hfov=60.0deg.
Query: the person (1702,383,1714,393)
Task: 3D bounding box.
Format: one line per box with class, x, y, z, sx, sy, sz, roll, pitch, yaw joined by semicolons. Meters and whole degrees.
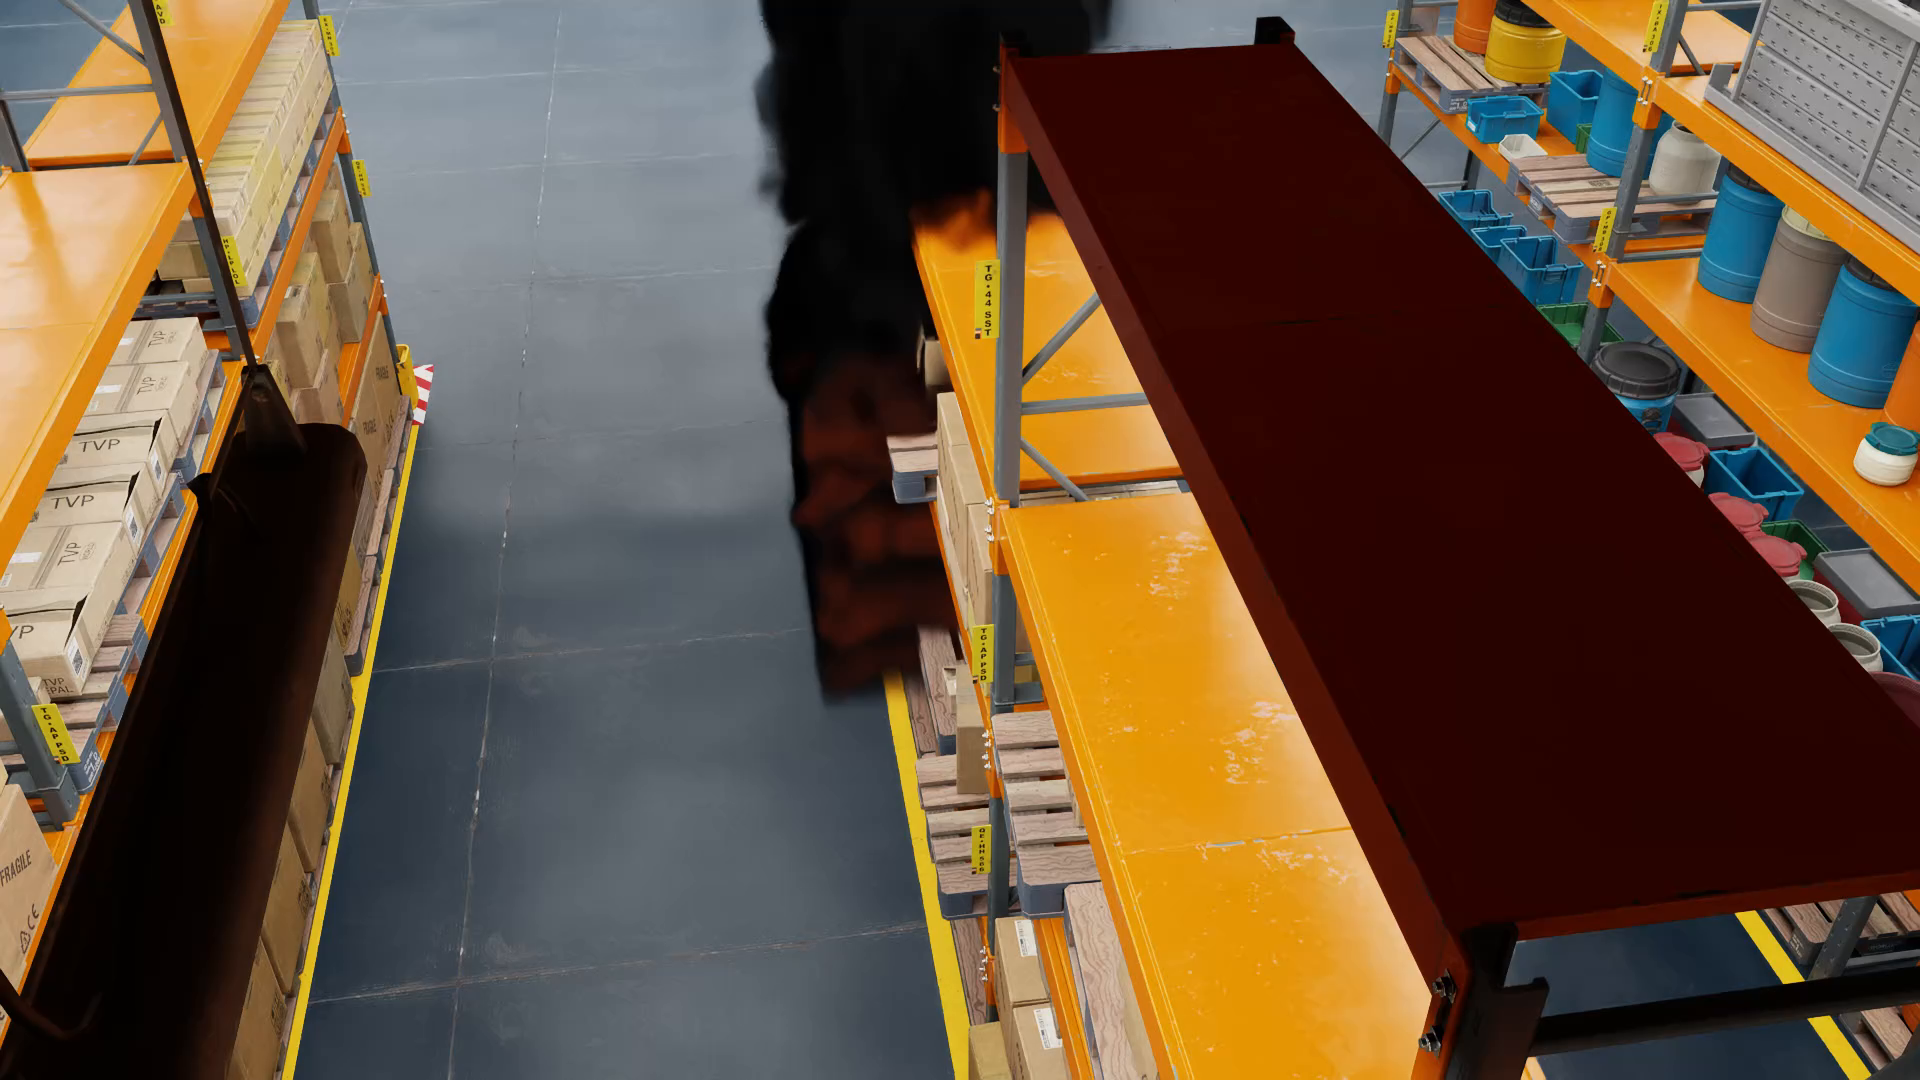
person;6.224;-1.545;13.565;0.662;1.828;0.923;-7;37;-9
